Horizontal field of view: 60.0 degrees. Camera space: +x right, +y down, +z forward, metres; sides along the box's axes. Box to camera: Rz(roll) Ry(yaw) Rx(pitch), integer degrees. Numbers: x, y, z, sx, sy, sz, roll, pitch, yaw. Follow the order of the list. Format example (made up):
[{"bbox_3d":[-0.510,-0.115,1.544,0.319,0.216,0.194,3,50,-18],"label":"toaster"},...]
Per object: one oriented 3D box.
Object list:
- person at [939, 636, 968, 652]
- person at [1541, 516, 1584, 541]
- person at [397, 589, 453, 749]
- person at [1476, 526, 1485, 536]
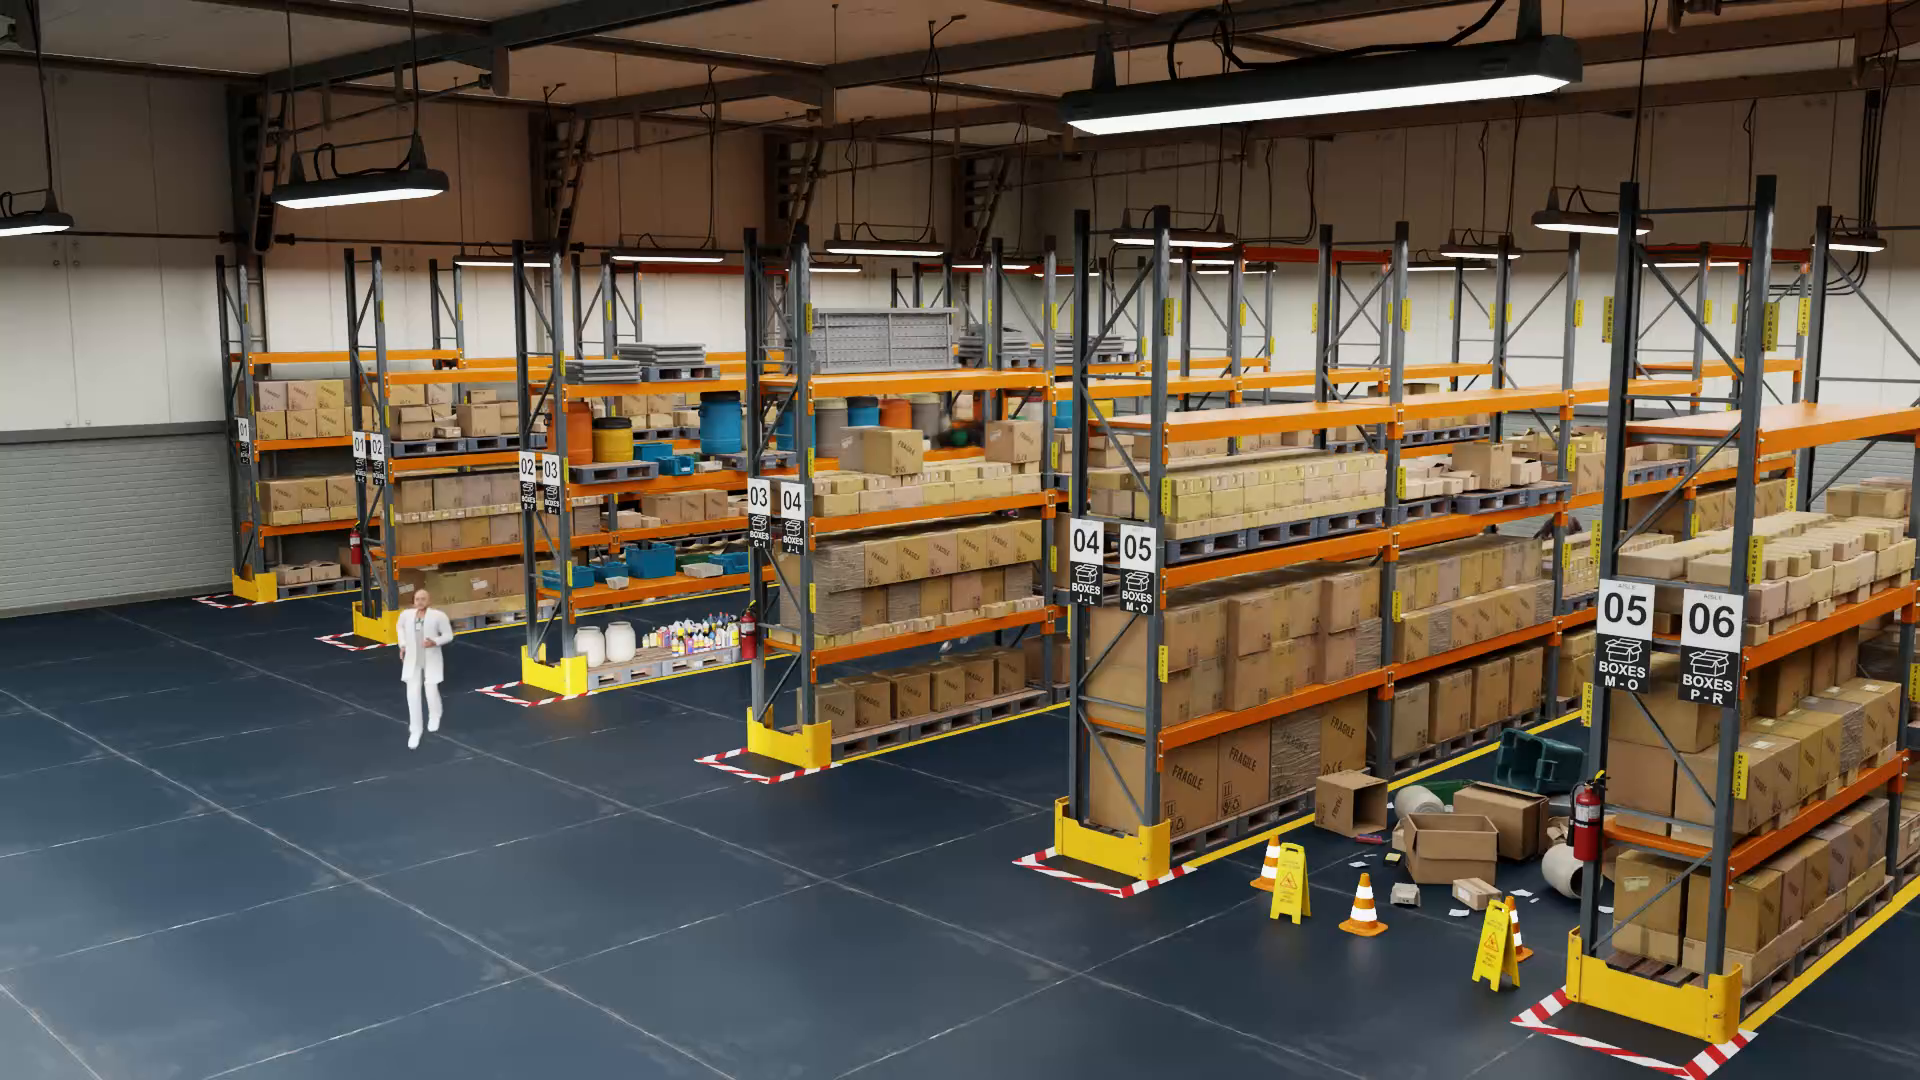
[{"bbox_3d":[-0.076,0.733,23.603,0.538,1.610,0.808,5,10,34],"label":"person"},{"bbox_3d":[10.531,0.209,29.080,0.742,1.716,0.723,0,8,-2],"label":"person"},{"bbox_3d":[-6.371,1.481,19.807,0.697,1.825,0.948,-1,8,-7],"label":"person"},{"bbox_3d":[8.641,0.513,26.946,1.015,1.737,0.715,-8,11,-44],"label":"person"}]
